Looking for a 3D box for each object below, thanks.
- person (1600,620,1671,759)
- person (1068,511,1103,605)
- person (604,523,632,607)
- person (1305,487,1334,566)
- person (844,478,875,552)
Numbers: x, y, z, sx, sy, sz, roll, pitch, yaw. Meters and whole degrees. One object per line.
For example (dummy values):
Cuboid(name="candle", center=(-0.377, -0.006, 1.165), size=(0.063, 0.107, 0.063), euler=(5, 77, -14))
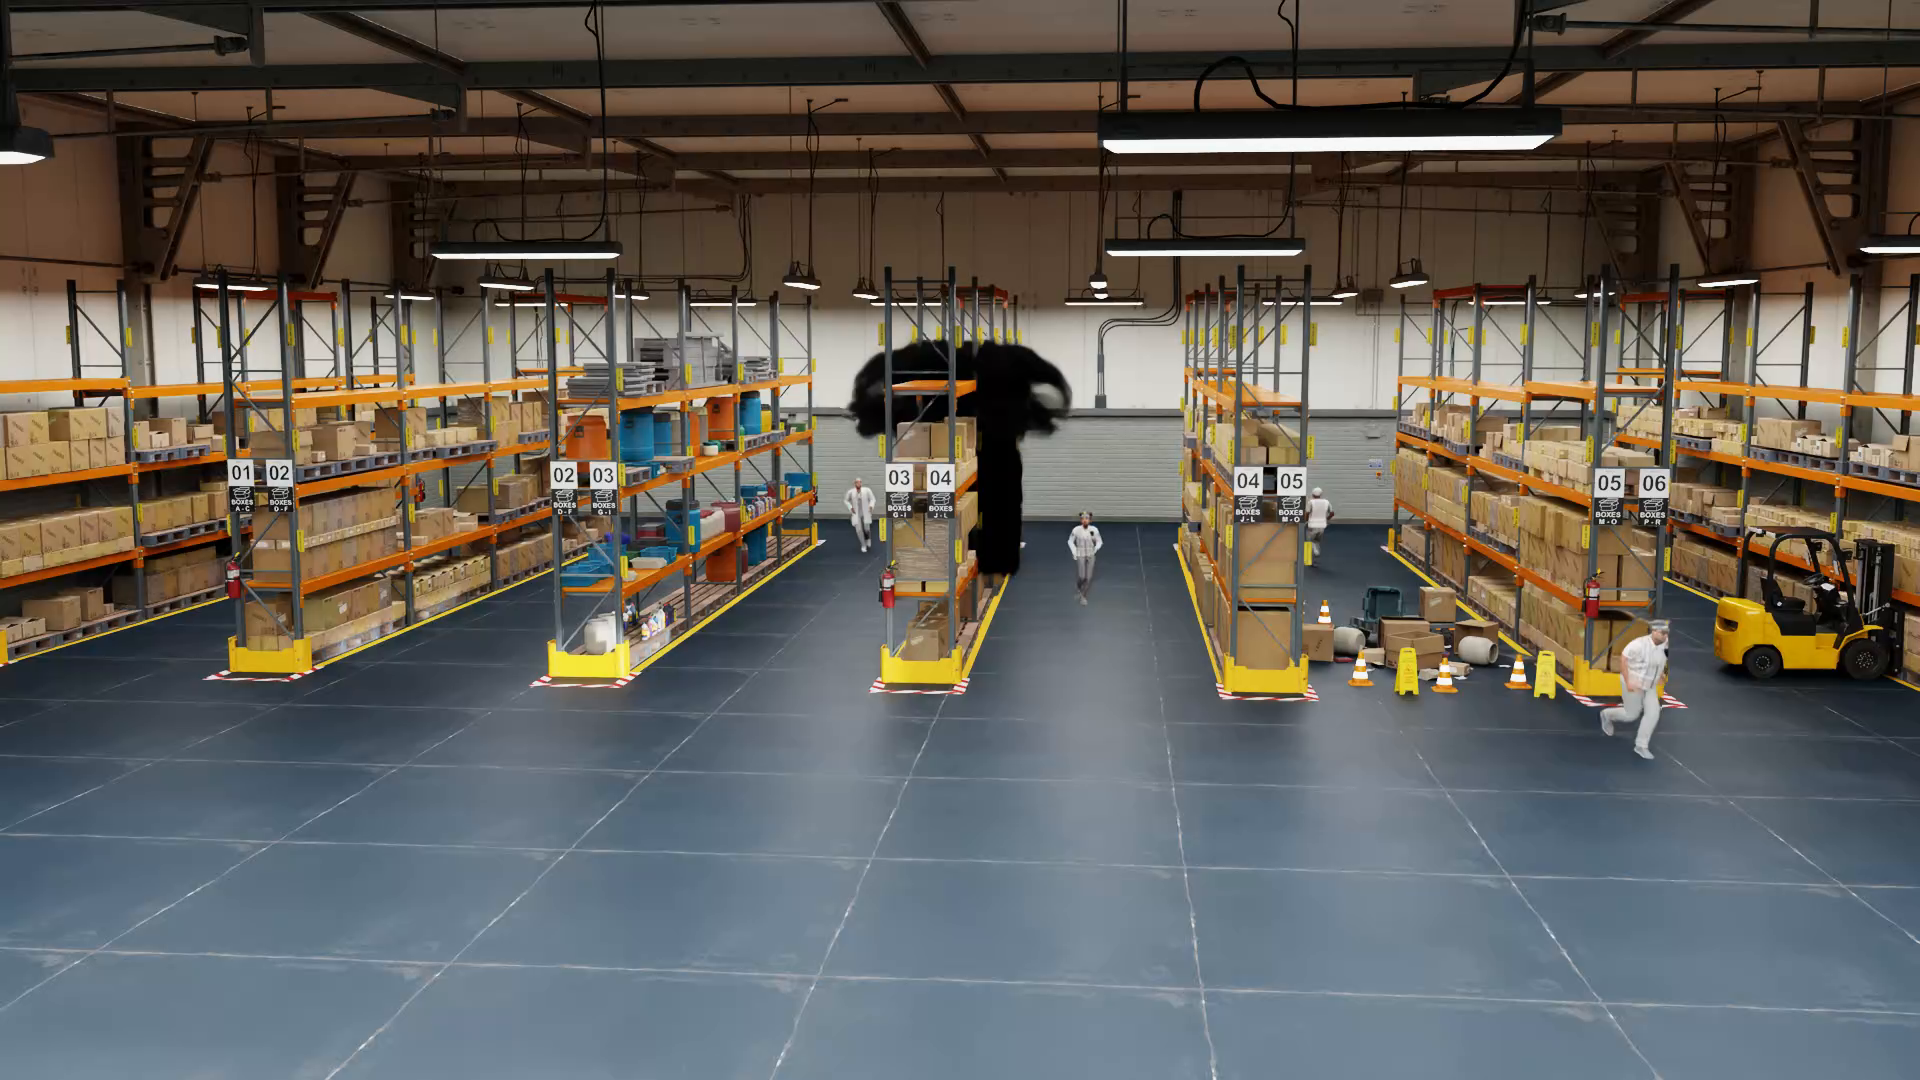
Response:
Cuboid(name="person", center=(8.185, 1.755, 20.152), size=(0.665, 1.716, 0.919), euler=(-4, 8, -27))
Cuboid(name="person", center=(2.210, 0.312, 29.478), size=(0.555, 1.678, 0.527), euler=(0, 7, -1))
Cuboid(name="person", center=(-6.397, 0.438, 31.419), size=(0.610, 1.607, 0.976), euler=(1, 7, 11))
Cuboid(name="person", center=(7.854, -0.286, 36.448), size=(0.689, 1.744, 0.600), euler=(-1, 7, -12))
Cuboid(name="person", center=(-2.364, -0.602, 39.158), size=(0.737, 1.735, 0.626), euler=(0, 7, -3))
